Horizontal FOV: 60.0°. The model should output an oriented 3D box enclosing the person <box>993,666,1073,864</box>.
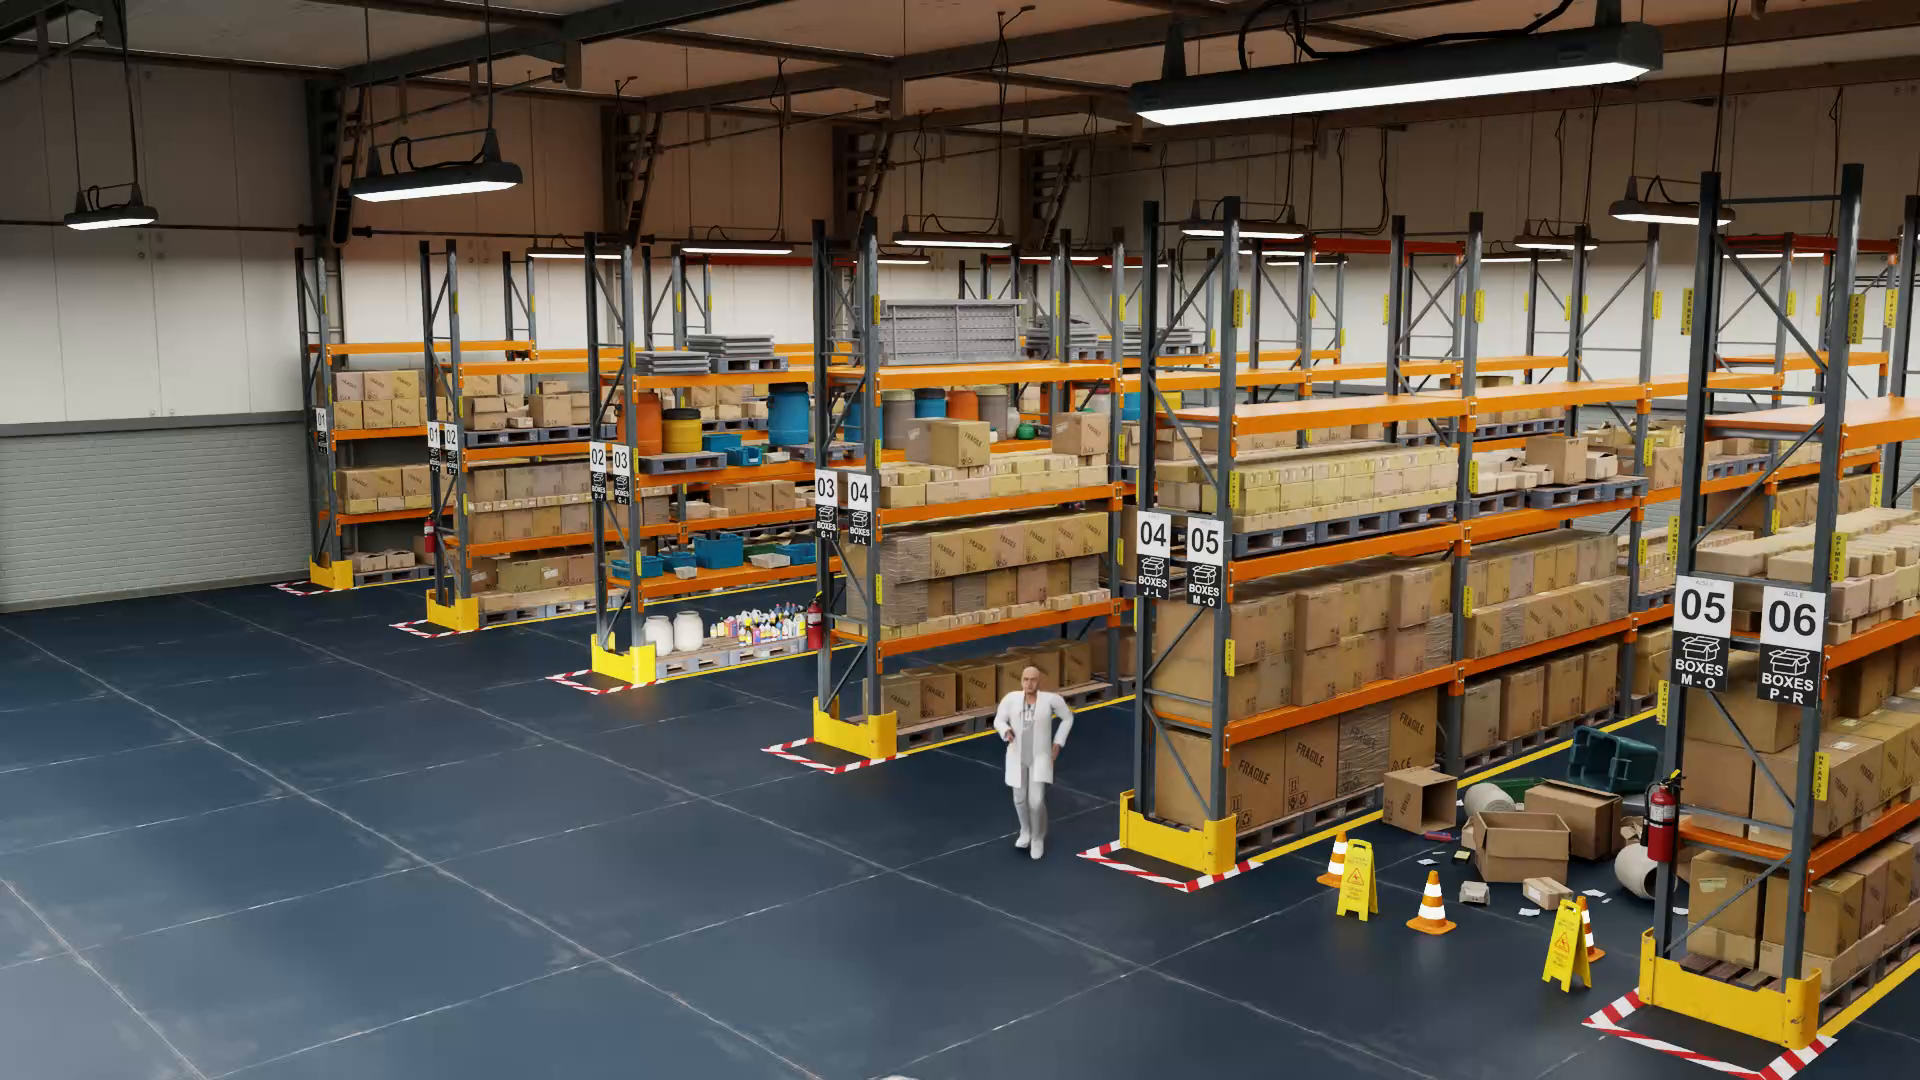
[{"bbox_3d":[0.644,2.066,15.323,0.709,1.838,0.740,2,9,16],"label":"person"}]
